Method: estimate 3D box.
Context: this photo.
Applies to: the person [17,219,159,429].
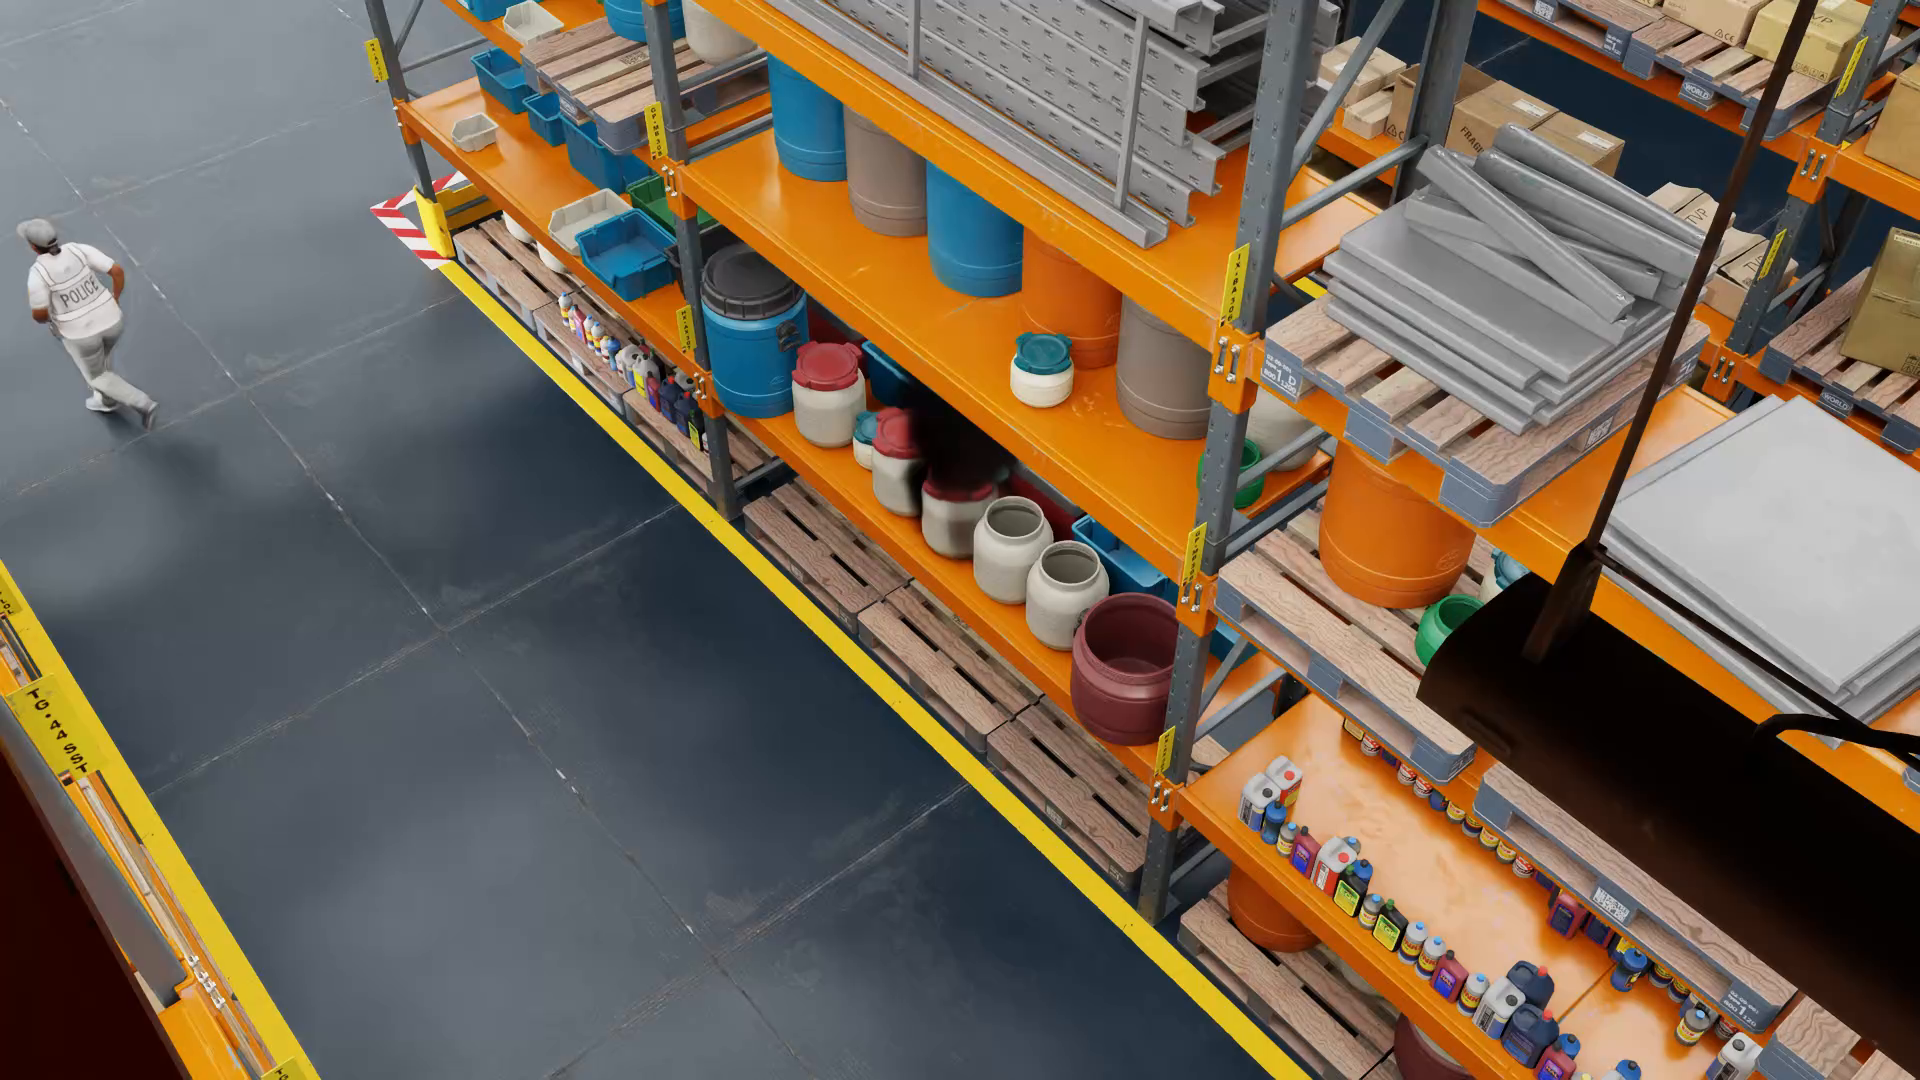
[{"bbox_3d":[-5.853,-1.420,11.217,0.895,1.662,0.630,24,51,21],"label":"person"}]
